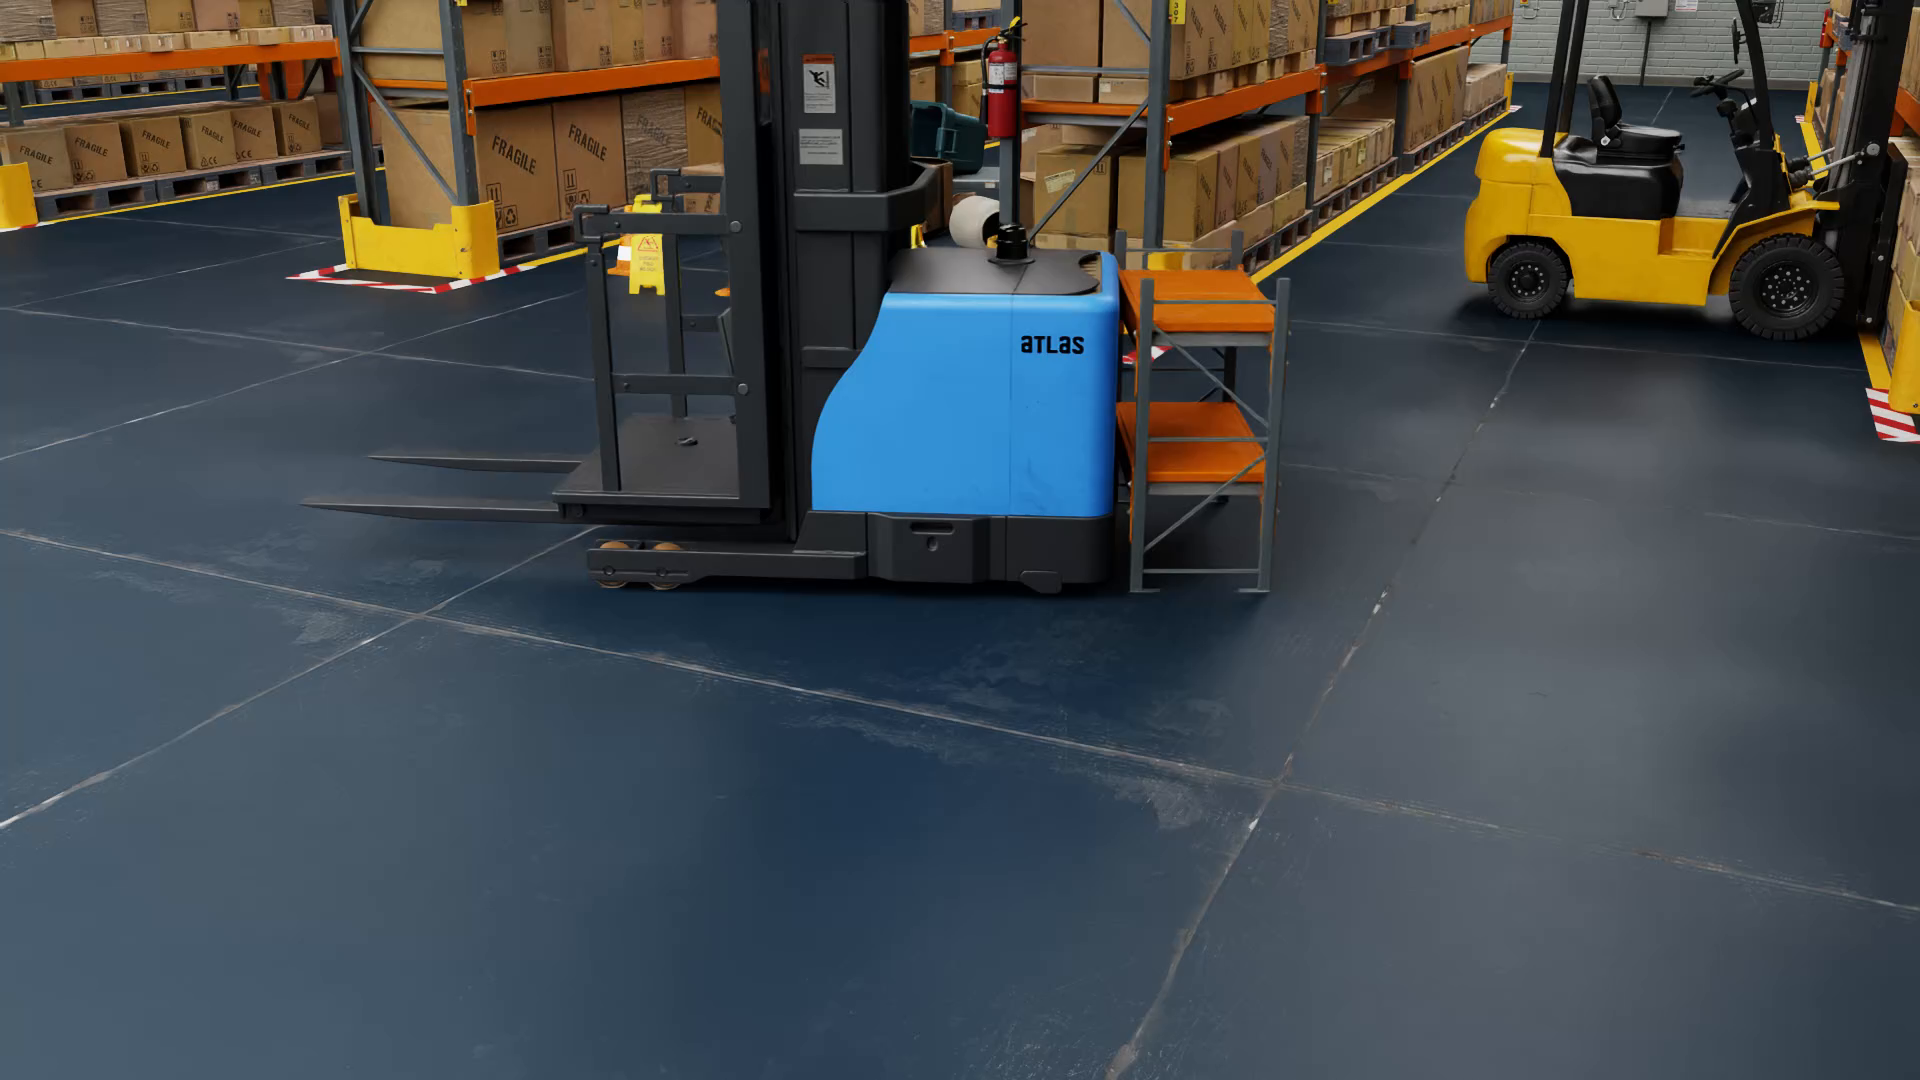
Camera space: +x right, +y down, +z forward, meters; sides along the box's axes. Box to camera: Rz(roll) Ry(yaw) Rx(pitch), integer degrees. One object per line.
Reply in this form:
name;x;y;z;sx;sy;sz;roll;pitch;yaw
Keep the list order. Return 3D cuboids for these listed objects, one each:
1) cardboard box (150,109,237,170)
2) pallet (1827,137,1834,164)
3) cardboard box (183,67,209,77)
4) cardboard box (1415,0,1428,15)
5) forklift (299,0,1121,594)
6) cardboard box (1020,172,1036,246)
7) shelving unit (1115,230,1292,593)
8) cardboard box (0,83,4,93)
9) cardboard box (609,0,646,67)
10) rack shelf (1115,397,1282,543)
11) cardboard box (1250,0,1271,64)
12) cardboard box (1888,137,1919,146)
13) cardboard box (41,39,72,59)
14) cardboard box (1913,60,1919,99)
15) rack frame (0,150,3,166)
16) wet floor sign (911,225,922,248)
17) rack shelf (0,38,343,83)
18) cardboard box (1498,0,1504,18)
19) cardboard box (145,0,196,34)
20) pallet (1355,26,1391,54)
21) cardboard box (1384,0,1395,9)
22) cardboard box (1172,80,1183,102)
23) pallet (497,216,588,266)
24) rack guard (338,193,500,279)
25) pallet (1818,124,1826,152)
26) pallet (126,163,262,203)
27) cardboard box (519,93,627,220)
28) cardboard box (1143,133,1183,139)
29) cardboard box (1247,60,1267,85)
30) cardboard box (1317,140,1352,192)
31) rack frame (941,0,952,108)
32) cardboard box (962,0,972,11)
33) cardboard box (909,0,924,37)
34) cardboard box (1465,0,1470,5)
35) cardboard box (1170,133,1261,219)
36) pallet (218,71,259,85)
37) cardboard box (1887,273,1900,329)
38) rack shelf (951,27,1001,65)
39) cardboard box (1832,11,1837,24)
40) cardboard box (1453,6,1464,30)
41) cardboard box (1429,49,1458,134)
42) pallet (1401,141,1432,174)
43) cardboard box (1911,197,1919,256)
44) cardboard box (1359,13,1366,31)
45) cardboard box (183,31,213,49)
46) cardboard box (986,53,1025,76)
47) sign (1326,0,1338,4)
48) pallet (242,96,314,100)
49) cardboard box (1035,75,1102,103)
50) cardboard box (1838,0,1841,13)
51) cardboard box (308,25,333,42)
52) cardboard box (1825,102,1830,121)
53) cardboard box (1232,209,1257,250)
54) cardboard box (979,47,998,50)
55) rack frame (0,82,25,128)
cardboard box;-7.297;-3.822;15.843;0.500;0.500;0.500;7;21;18
pallet;9.861;-4.133;17.776;1.003;0.211;1.213;9;21;23
cardboard box;-12.598;-7.791;26.972;0.500;0.500;0.500;9;21;23
cardboard box;4.425;-5.444;16.778;0.500;0.250;0.500;8;21;22
forklift;-0.925;-1.375;5.961;3.031;2.935;1.130;2;20;5
cardboard box;0.674;-2.618;13.081;0.500;0.500;0.500;-9;22;-24
shelving unit;0.860;-0.516;6.240;0.538;1.125;1.048;0;20;0
cardboard box;-14.078;-6.586;23.989;0.500;0.250;0.500;9;22;24
cardboard box;-3.002;-4.044;13.140;0.875;0.550;0.500;9;21;23
rack shelf;0.860;-0.285;6.322;0.538;0.278;1.000;0;20;0
cardboard box;1.781;-3.478;11.179;0.500;0.500;0.500;8;21;22
cardboard box;6.400;-2.524;11.074;0.500;0.250;0.500;8;21;22
cardboard box;-7.755;-4.157;14.055;0.380;0.149;0.250;9;21;23
cardboard box;6.060;-2.886;9.959;0.500;0.500;0.500;8;21;22
rack frame;-8.325;-4.072;13.443;1.000;3.000;0.127;9;21;23
wet floor sign;-0.338;-1.692;10.264;0.267;0.644;0.232;18;26;41
rack shelf;-7.506;-4.345;15.283;1.077;0.370;4.000;9;21;23
cardboard box;6.891;-7.157;21.968;0.500;0.500;0.500;9;22;24
cardboard box;-7.520;-4.892;15.154;0.875;0.500;0.500;9;21;23
pallet;3.219;-4.457;14.811;1.003;0.211;1.213;9;21;23
cardboard box;3.652;-5.052;14.979;0.500;0.500;0.500;7;21;19
cardboard box;1.134;-2.749;10.097;0.380;0.149;0.250;9;21;24
pallet;-3.585;-2.302;12.628;1.003;0.211;1.213;9;21;23
rack guard;-3.851;-2.176;11.841;1.175;0.500;0.348;9;21;23
pallet;10.442;-4.597;19.080;1.003;0.211;1.213;9;21;23
pallet;-7.428;-3.397;15.706;1.003;0.211;1.213;9;21;23
cardboard box;-3.265;-3.043;13.094;0.875;0.875;0.875;8;21;22
cardboard box;1.230;-2.562;11.555;0.500;0.500;0.500;8;21;21
cardboard box;1.883;-3.208;11.388;0.380;0.149;0.250;9;21;23
cardboard box;2.858;-3.276;14.499;0.950;0.372;0.625;10;22;26
rack frame;-0.565;-5.807;18.320;1.000;3.000;0.127;9;21;23
cardboard box;-0.088;-6.077;18.829;0.380;0.149;0.250;10;22;25
cardboard box;-0.710;-5.527;17.384;0.500;0.500;0.500;9;21;23
cardboard box;5.671;-6.378;19.403;0.500;0.250;0.500;9;21;23
cardboard box;1.731;-2.497;11.371;0.500;0.500;0.500;9;21;24
pallet;-12.165;-7.997;28.641;1.003;0.211;1.213;9;21;23
cardboard box;5.363;-1.273;9.048;0.500;0.250;0.500;9;21;23
rack shelf;0.254;-6.079;20.159;1.077;0.370;4.000;9;21;23
cardboard box;10.840;-6.356;20.238;0.380;0.149;0.250;8;21;21
cardboard box;5.467;-5.983;19.040;0.500;0.250;0.500;8;21;22
cardboard box;5.086;-5.100;18.877;0.875;0.875;0.875;9;22;24
pallet;4.384;-4.075;17.612;1.003;0.211;1.213;9;21;23
cardboard box;5.150;-1.590;8.447;0.500;0.250;0.500;9;22;25
cardboard box;3.272;-4.461;14.284;0.380;0.149;0.250;9;21;23
cardboard box;-7.134;-4.614;15.342;0.380;0.149;0.250;9;21;23
cardboard box;0.572;-5.822;20.346;0.500;0.250;0.500;8;21;20
sign;2.852;-4.271;12.710;0.100;0.325;0.005;9;21;23
pallet;-9.283;-6.131;23.392;1.003;0.211;1.213;9;21;23
cardboard box;0.674;-2.738;10.066;0.380;0.149;0.250;9;22;25
cardboard box;10.554;-6.266;19.390;0.500;0.250;0.500;8;21;22
cardboard box;-6.507;-5.071;16.626;0.380;0.149;0.250;9;21;23
cardboard box;10.266;-4.931;19.310;0.396;0.266;0.258;9;22;25
cardboard box;1.727;-2.147;11.507;0.500;0.250;0.500;10;22;26
cardboard box;0.529;-6.213;21.447;0.500;0.250;0.500;8;21;20
rack frame;-11.206;-5.975;18.793;1.000;3.000;0.127;9;21;23
